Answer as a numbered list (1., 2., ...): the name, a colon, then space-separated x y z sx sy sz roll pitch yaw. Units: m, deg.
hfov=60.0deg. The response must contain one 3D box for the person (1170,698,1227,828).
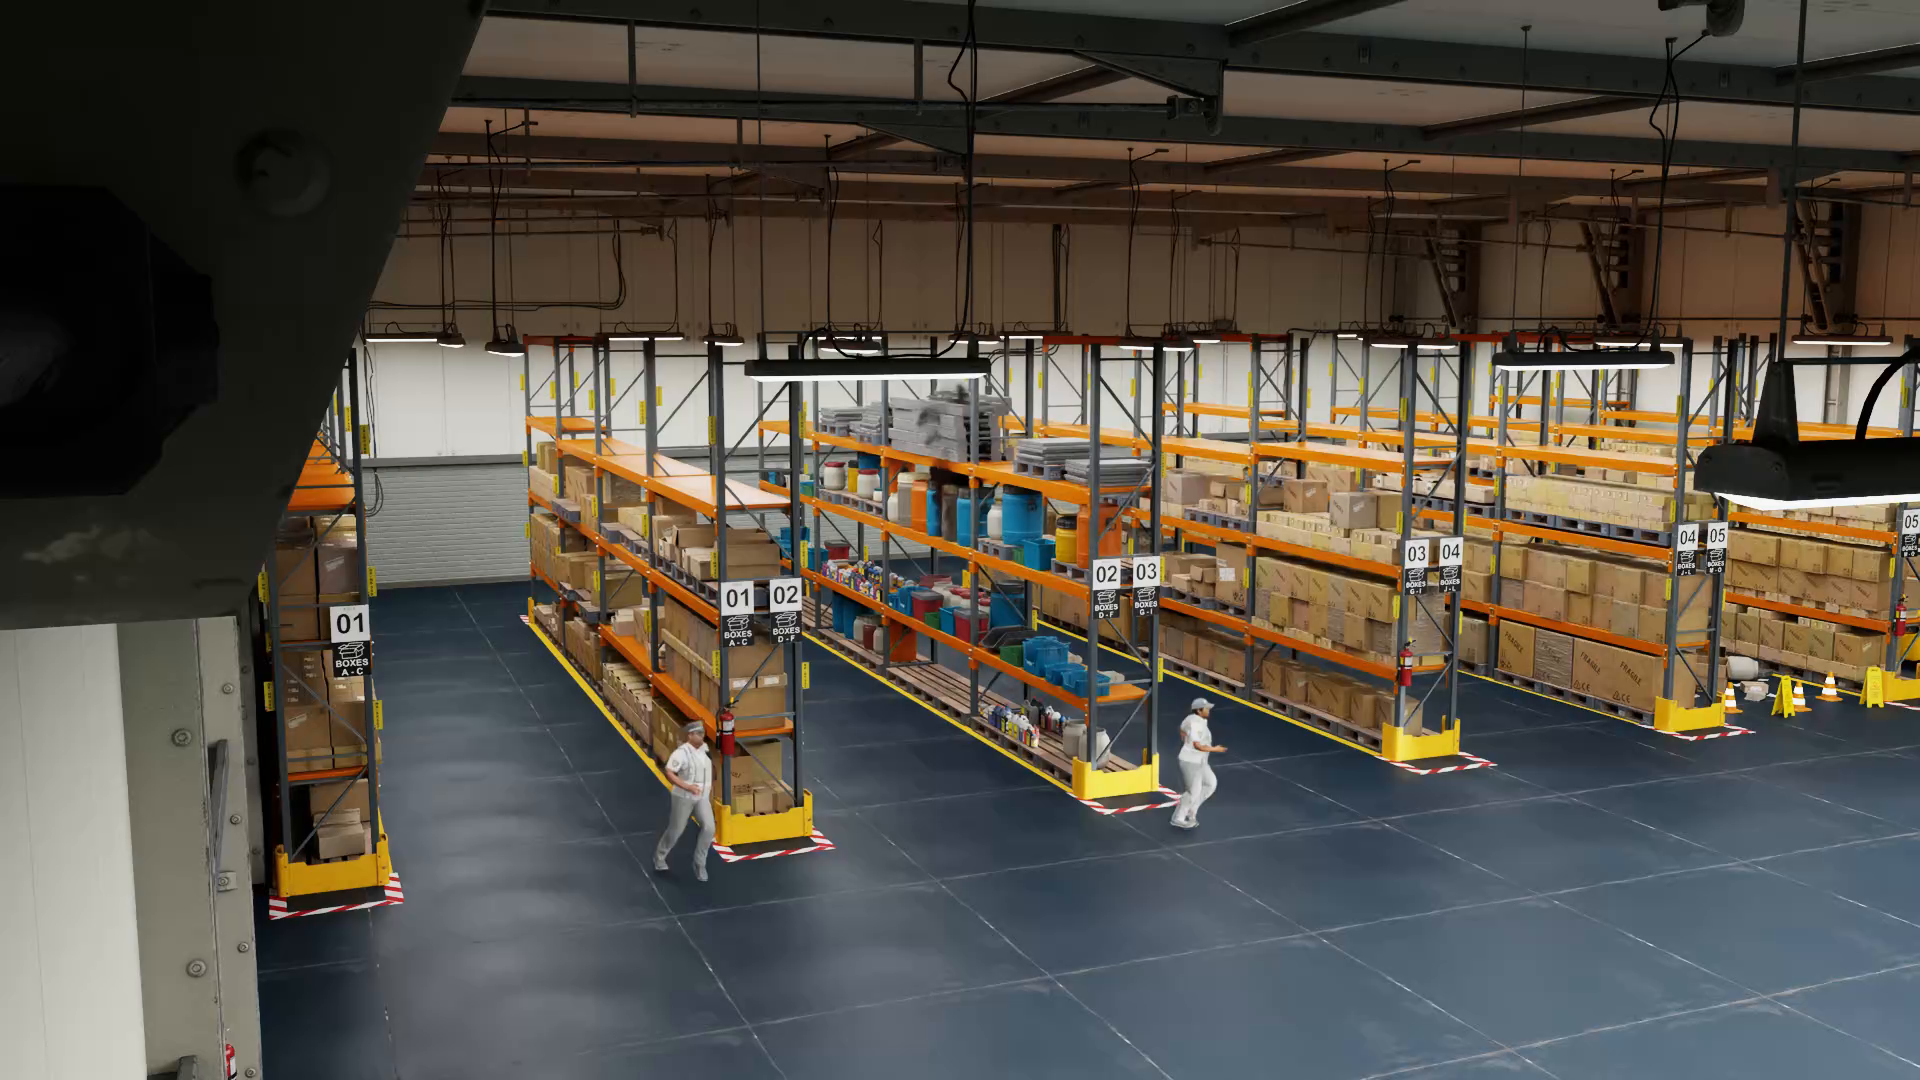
1. person: 2.974 2.781 20.699 0.680 1.664 0.635 1 8 9

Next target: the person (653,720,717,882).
1. person: -3.077 2.960 19.043 0.765 1.816 0.744 7 10 42
